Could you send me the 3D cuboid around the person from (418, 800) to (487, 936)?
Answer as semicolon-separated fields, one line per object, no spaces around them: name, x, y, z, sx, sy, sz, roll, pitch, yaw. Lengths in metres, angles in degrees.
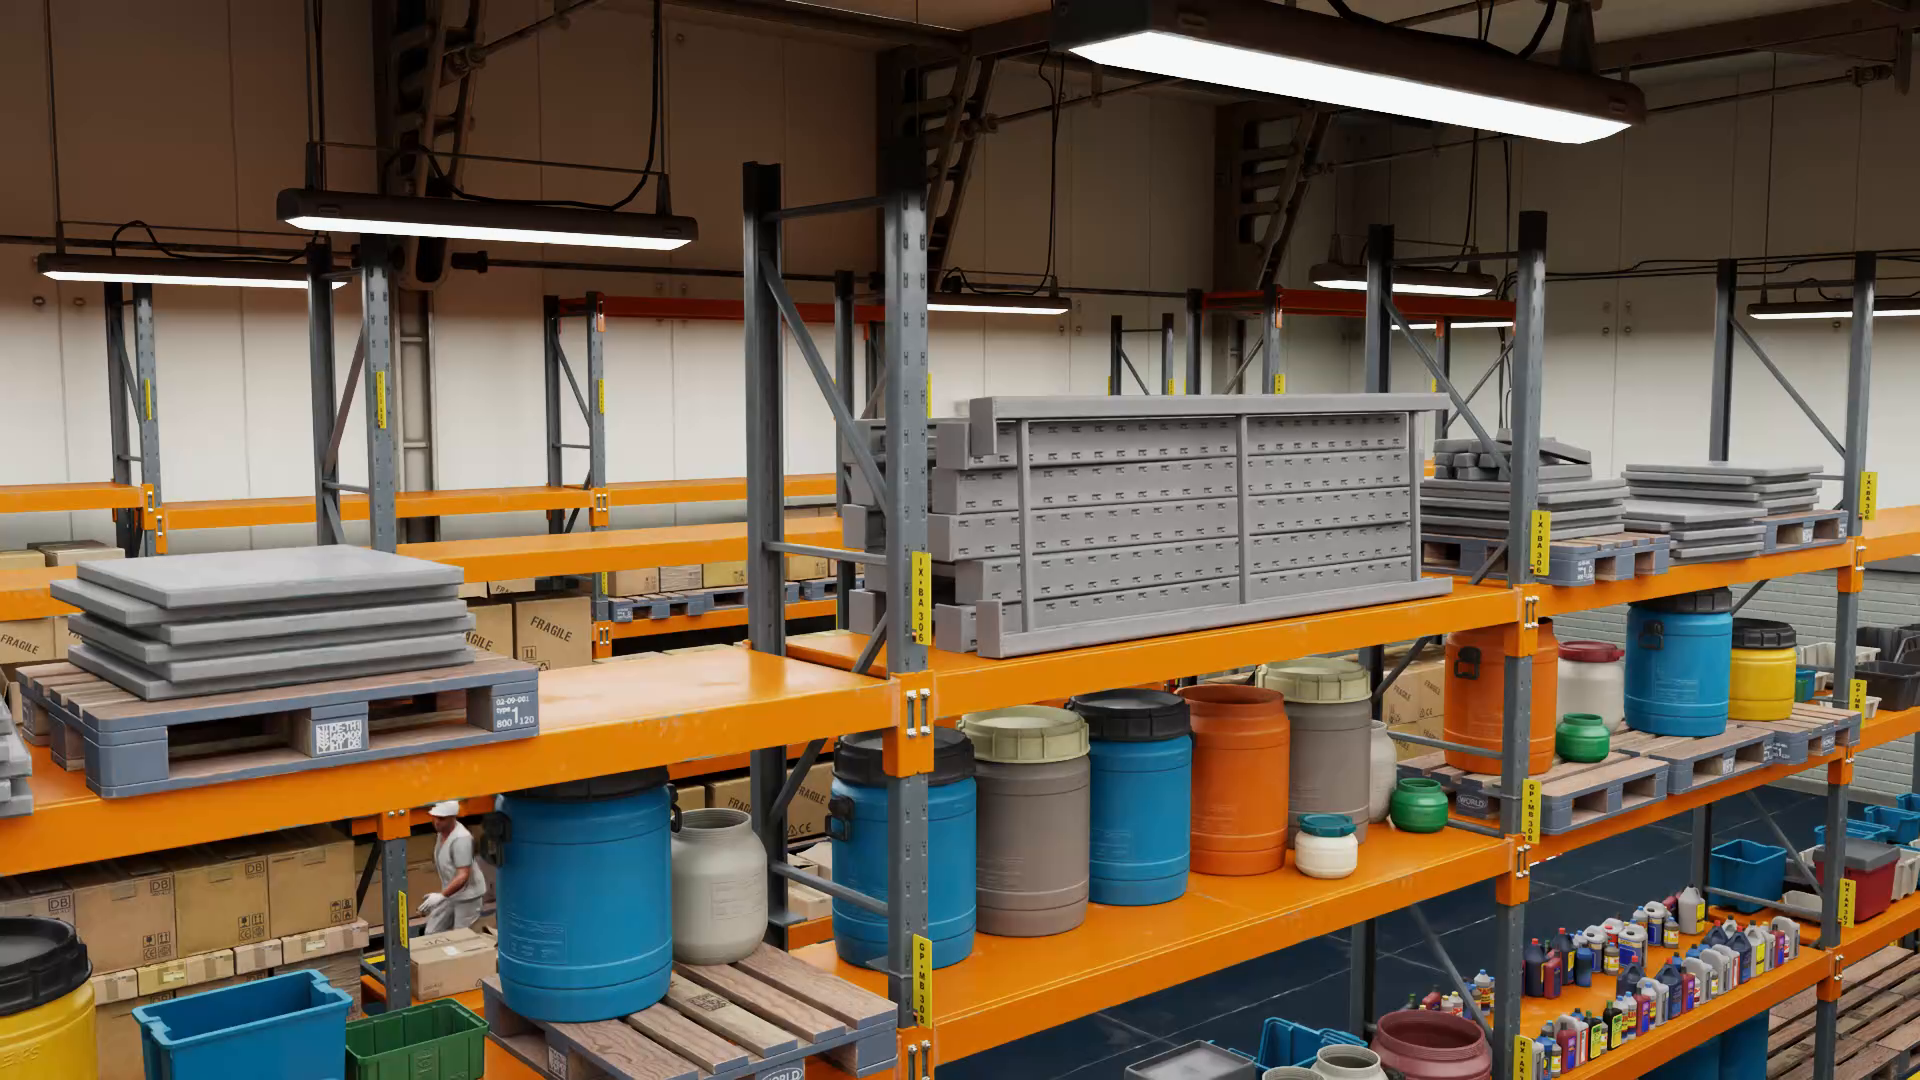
person;-4.208;2.960;13.798;0.790;1.725;0.667;-5;7;-42
